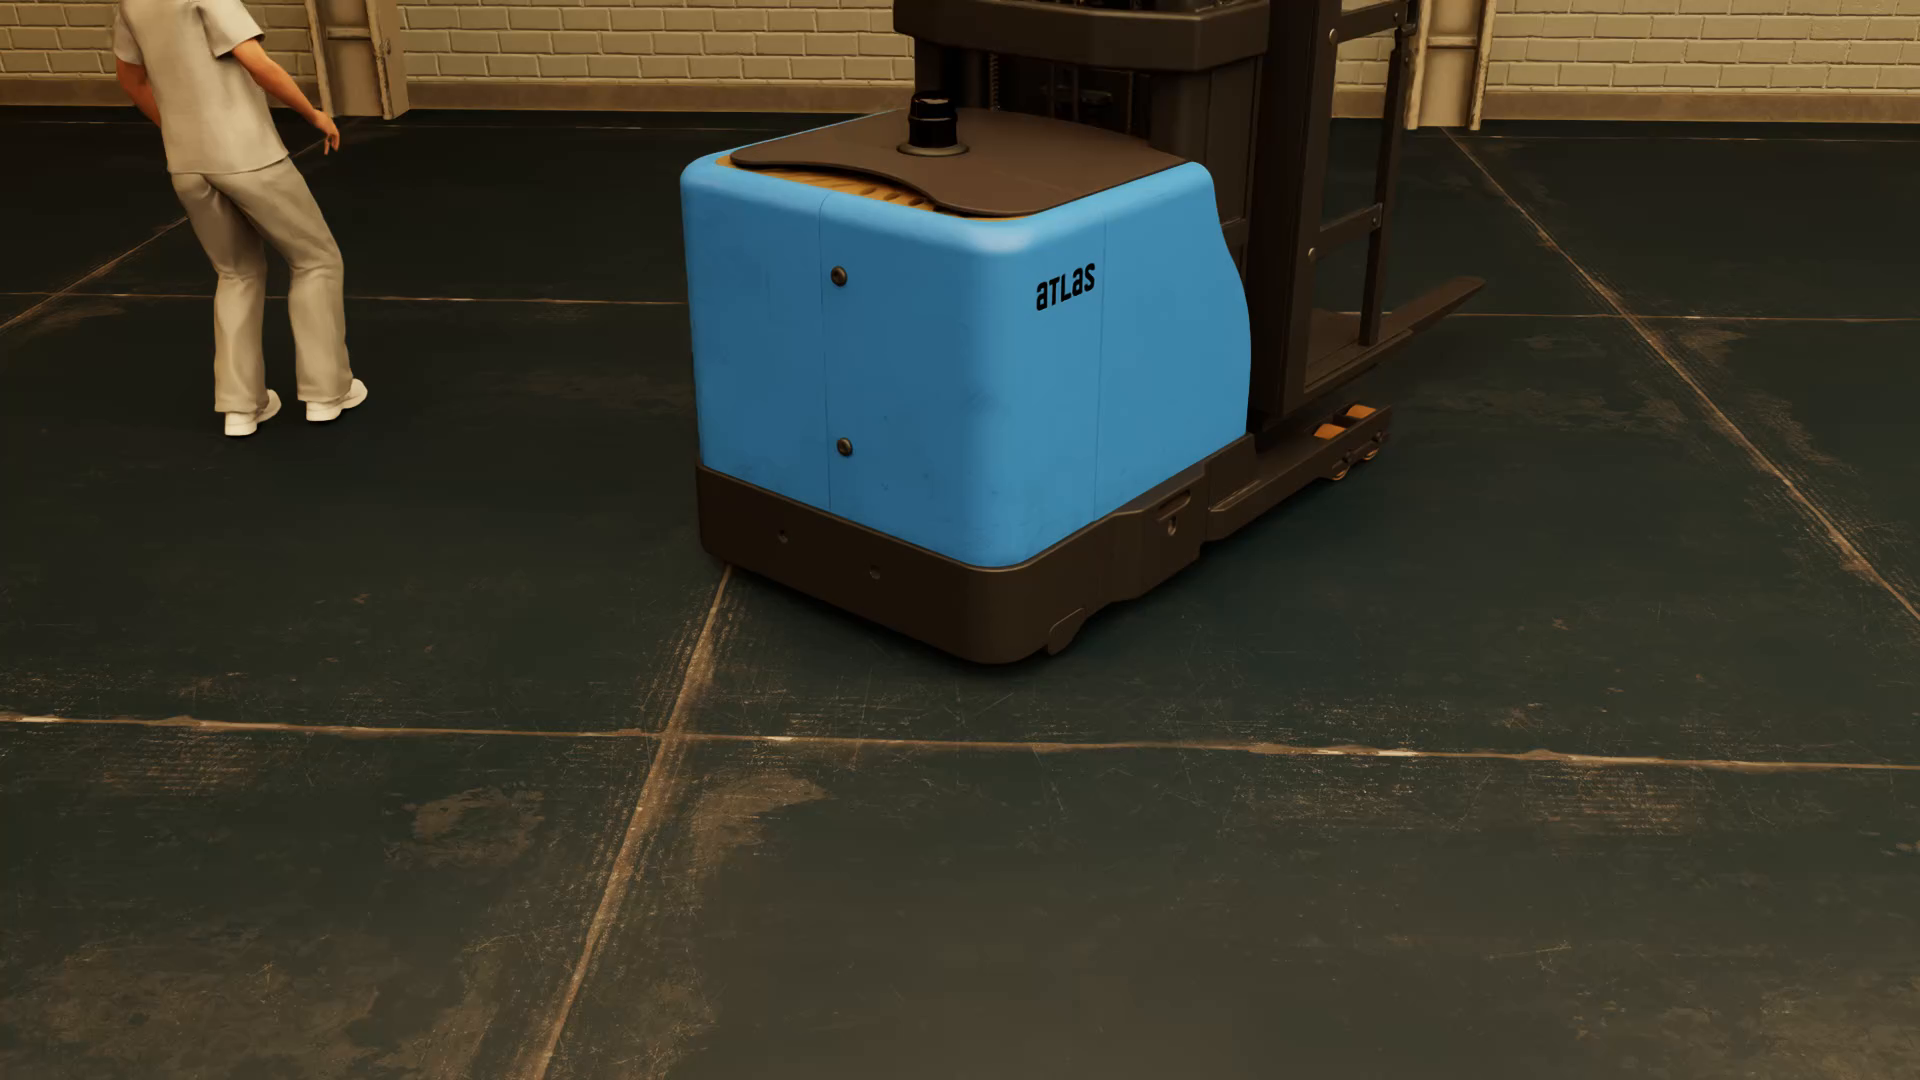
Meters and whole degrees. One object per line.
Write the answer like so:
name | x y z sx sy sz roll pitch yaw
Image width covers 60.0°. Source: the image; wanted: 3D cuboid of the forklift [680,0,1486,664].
forklift | 0.644 -1.612 4.477 1.130 2.935 3.031 20 33 35

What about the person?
person | -2.163 -1.131 4.985 0.638 1.633 0.473 8 27 17
